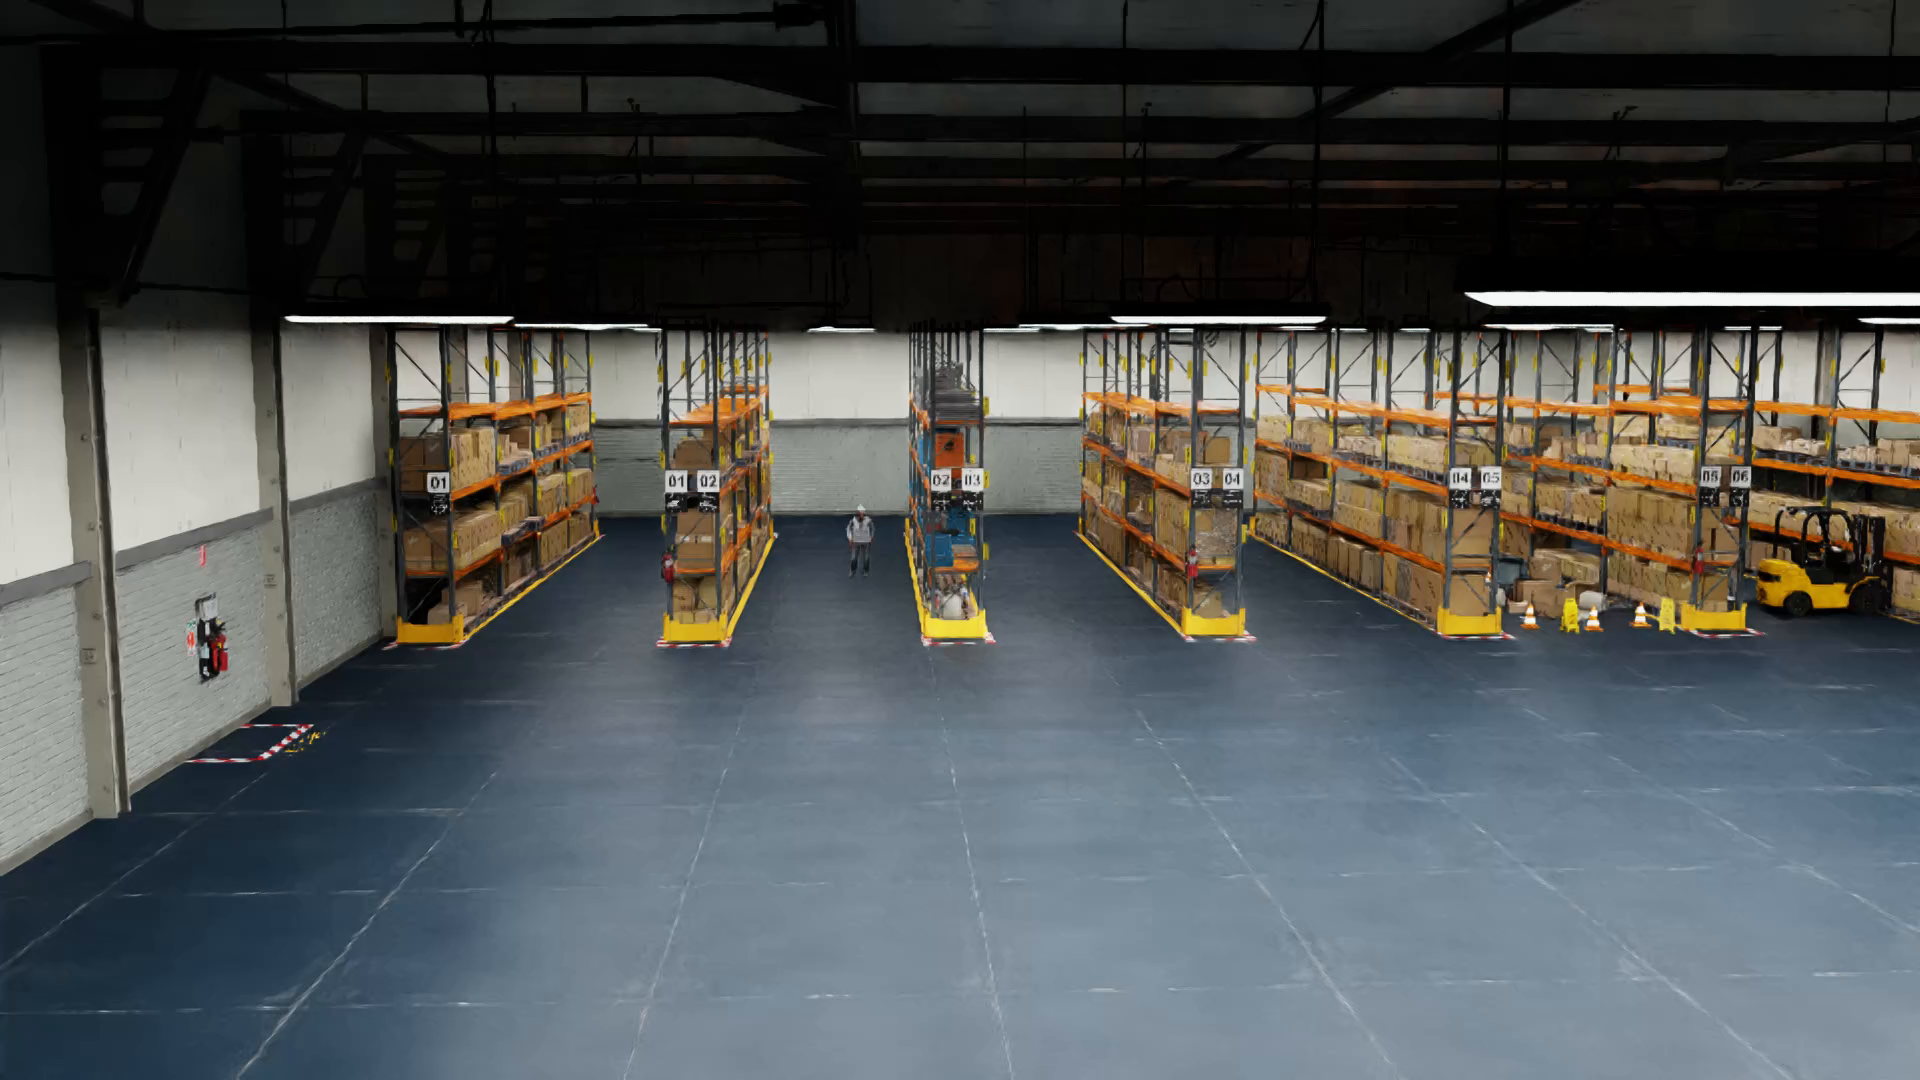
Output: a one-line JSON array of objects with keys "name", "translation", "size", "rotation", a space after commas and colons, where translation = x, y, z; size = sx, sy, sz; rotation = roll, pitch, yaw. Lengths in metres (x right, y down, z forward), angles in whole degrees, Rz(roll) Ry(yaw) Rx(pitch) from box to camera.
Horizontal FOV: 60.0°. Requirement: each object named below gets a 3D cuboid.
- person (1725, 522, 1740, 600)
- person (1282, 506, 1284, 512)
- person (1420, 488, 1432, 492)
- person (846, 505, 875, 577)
[{"name": "person", "translation": [16.694, 0.436, 36.019], "size": [0.474, 1.675, 0.487], "rotation": [3, 8, 21]}, {"name": "person", "translation": [9.671, -1.147, 48.982], "size": [0.497, 1.678, 0.500], "rotation": [-2, 7, -16]}, {"name": "person", "translation": [12.655, -0.677, 45.131], "size": [0.561, 1.651, 0.683], "rotation": [1, 7, 6]}, {"name": "person", "translation": [-2.343, 0.027, 39.276], "size": [0.677, 1.726, 0.574], "rotation": [-1, 7, -5]}]
